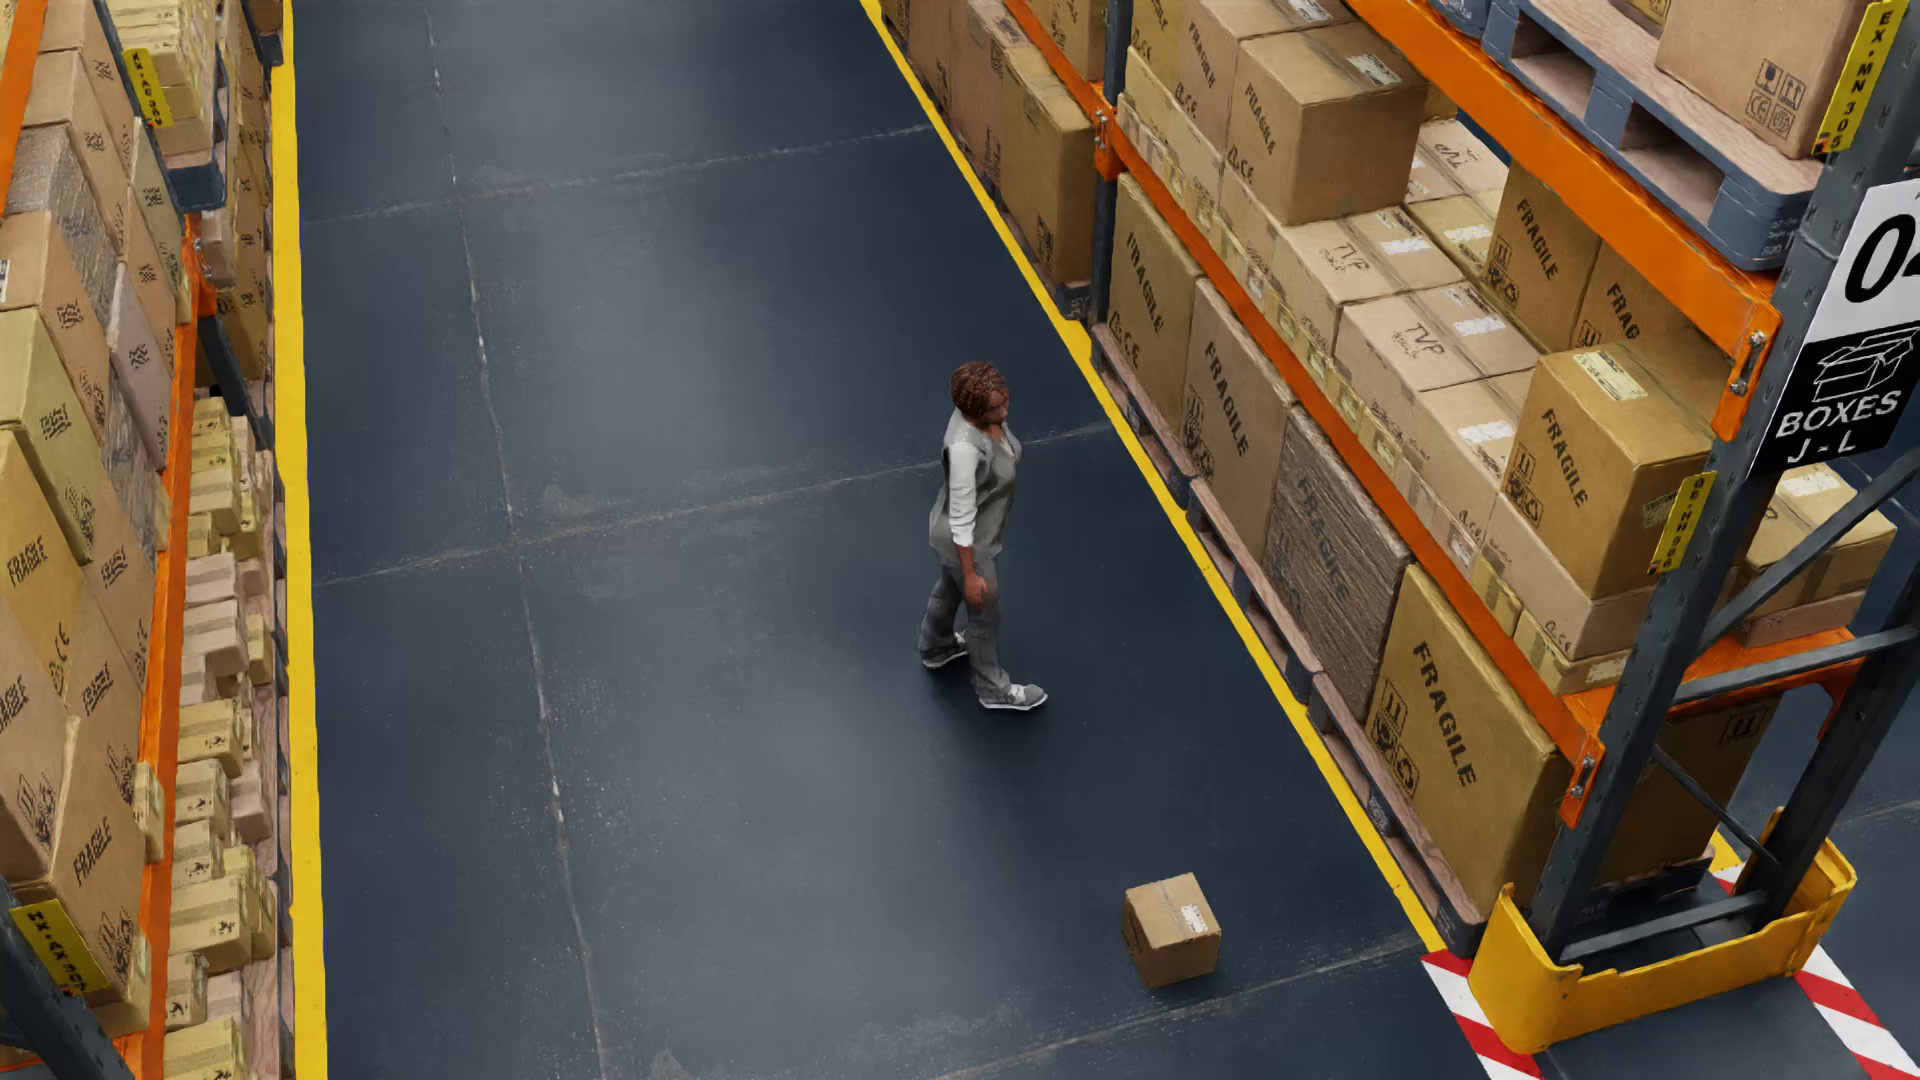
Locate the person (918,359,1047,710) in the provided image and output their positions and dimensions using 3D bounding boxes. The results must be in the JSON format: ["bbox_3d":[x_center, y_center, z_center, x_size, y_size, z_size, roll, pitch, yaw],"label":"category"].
[{"bbox_3d":[0.087,-0.001,6.136,0.529,1.593,0.524,3,43,4],"label":"person"}]
